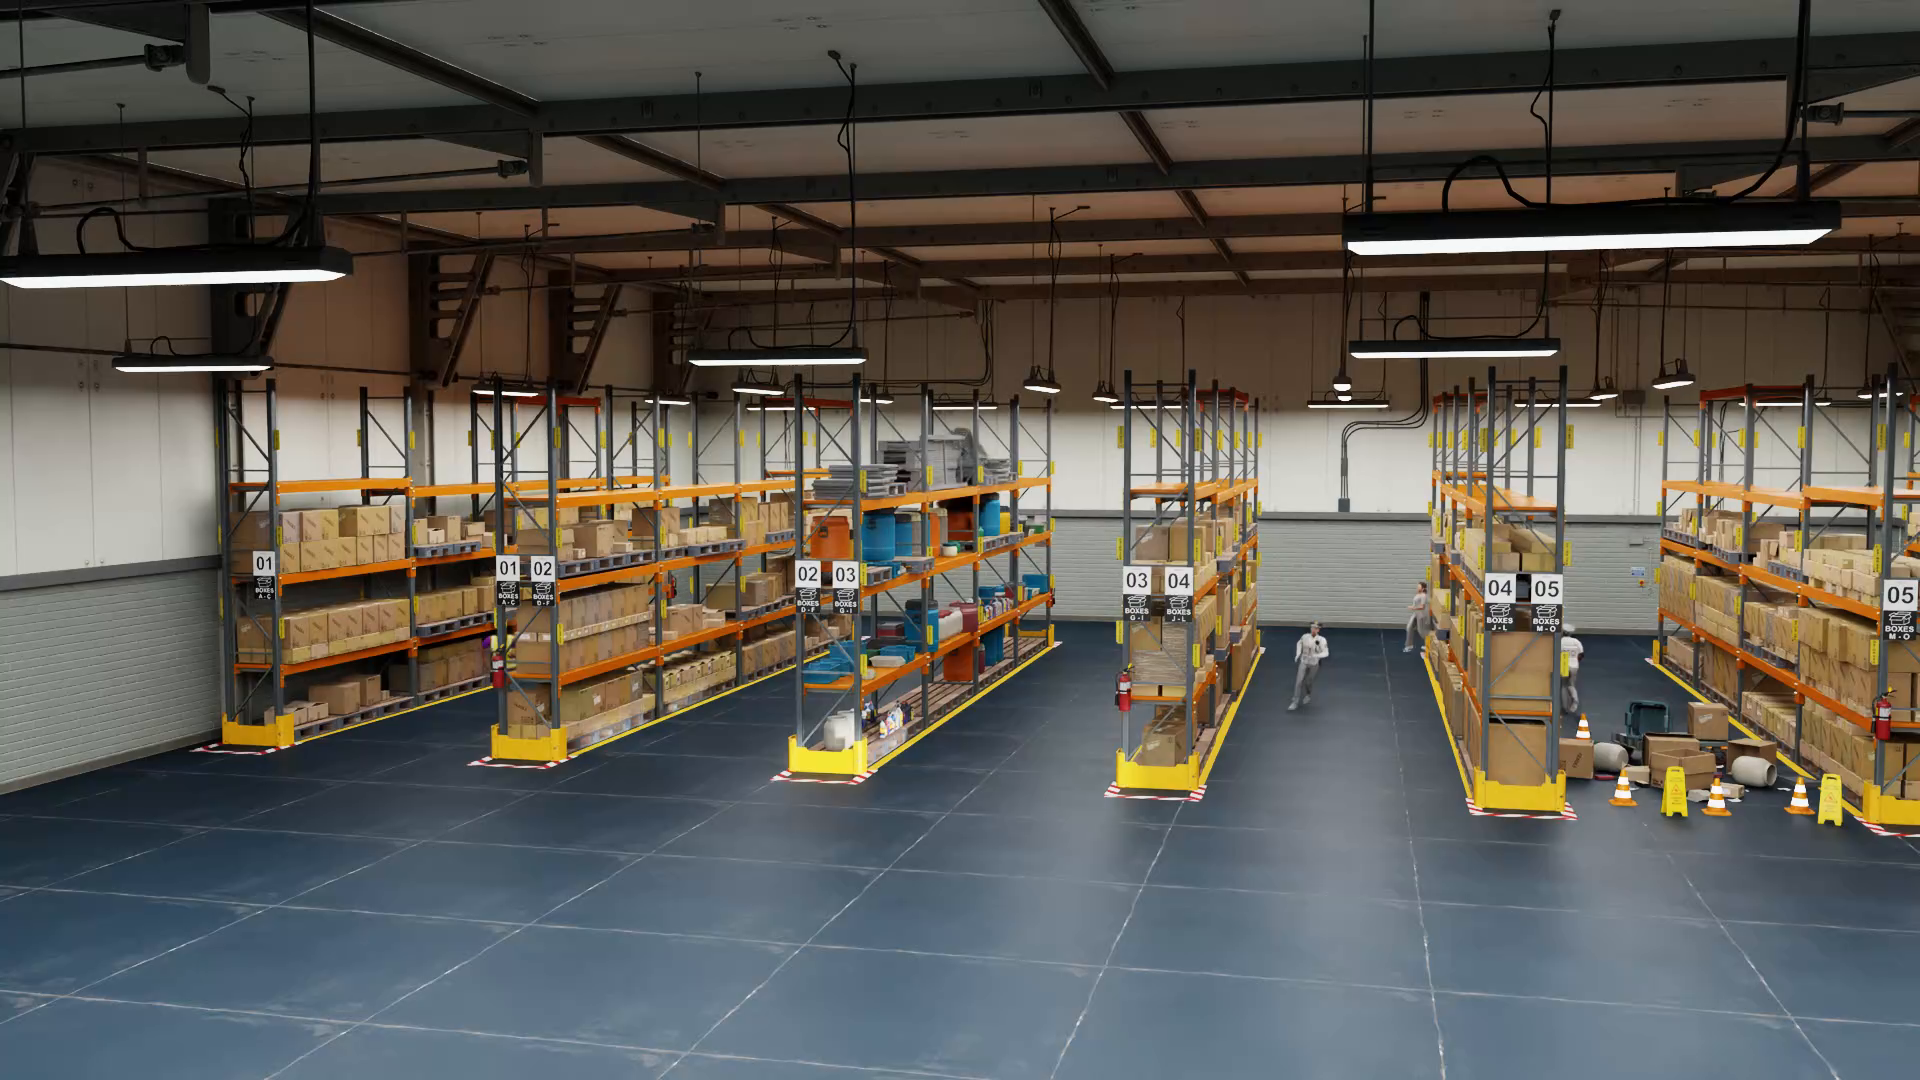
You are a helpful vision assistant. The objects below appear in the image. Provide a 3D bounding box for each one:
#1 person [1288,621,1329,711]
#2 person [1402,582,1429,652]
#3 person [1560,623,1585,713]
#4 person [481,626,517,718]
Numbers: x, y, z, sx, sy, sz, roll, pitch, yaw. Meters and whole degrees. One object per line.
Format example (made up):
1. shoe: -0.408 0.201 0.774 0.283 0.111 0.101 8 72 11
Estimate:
1. person: 6.512 2.305 30.886 0.671 1.642 0.887 1 4 22
2. person: 10.879 1.830 39.212 0.773 1.704 0.555 -1 3 -10
3. person: 11.164 2.370 30.482 0.573 1.633 0.644 0 3 7
4. person: -8.196 2.348 29.808 0.806 1.825 0.722 0 3 -8
